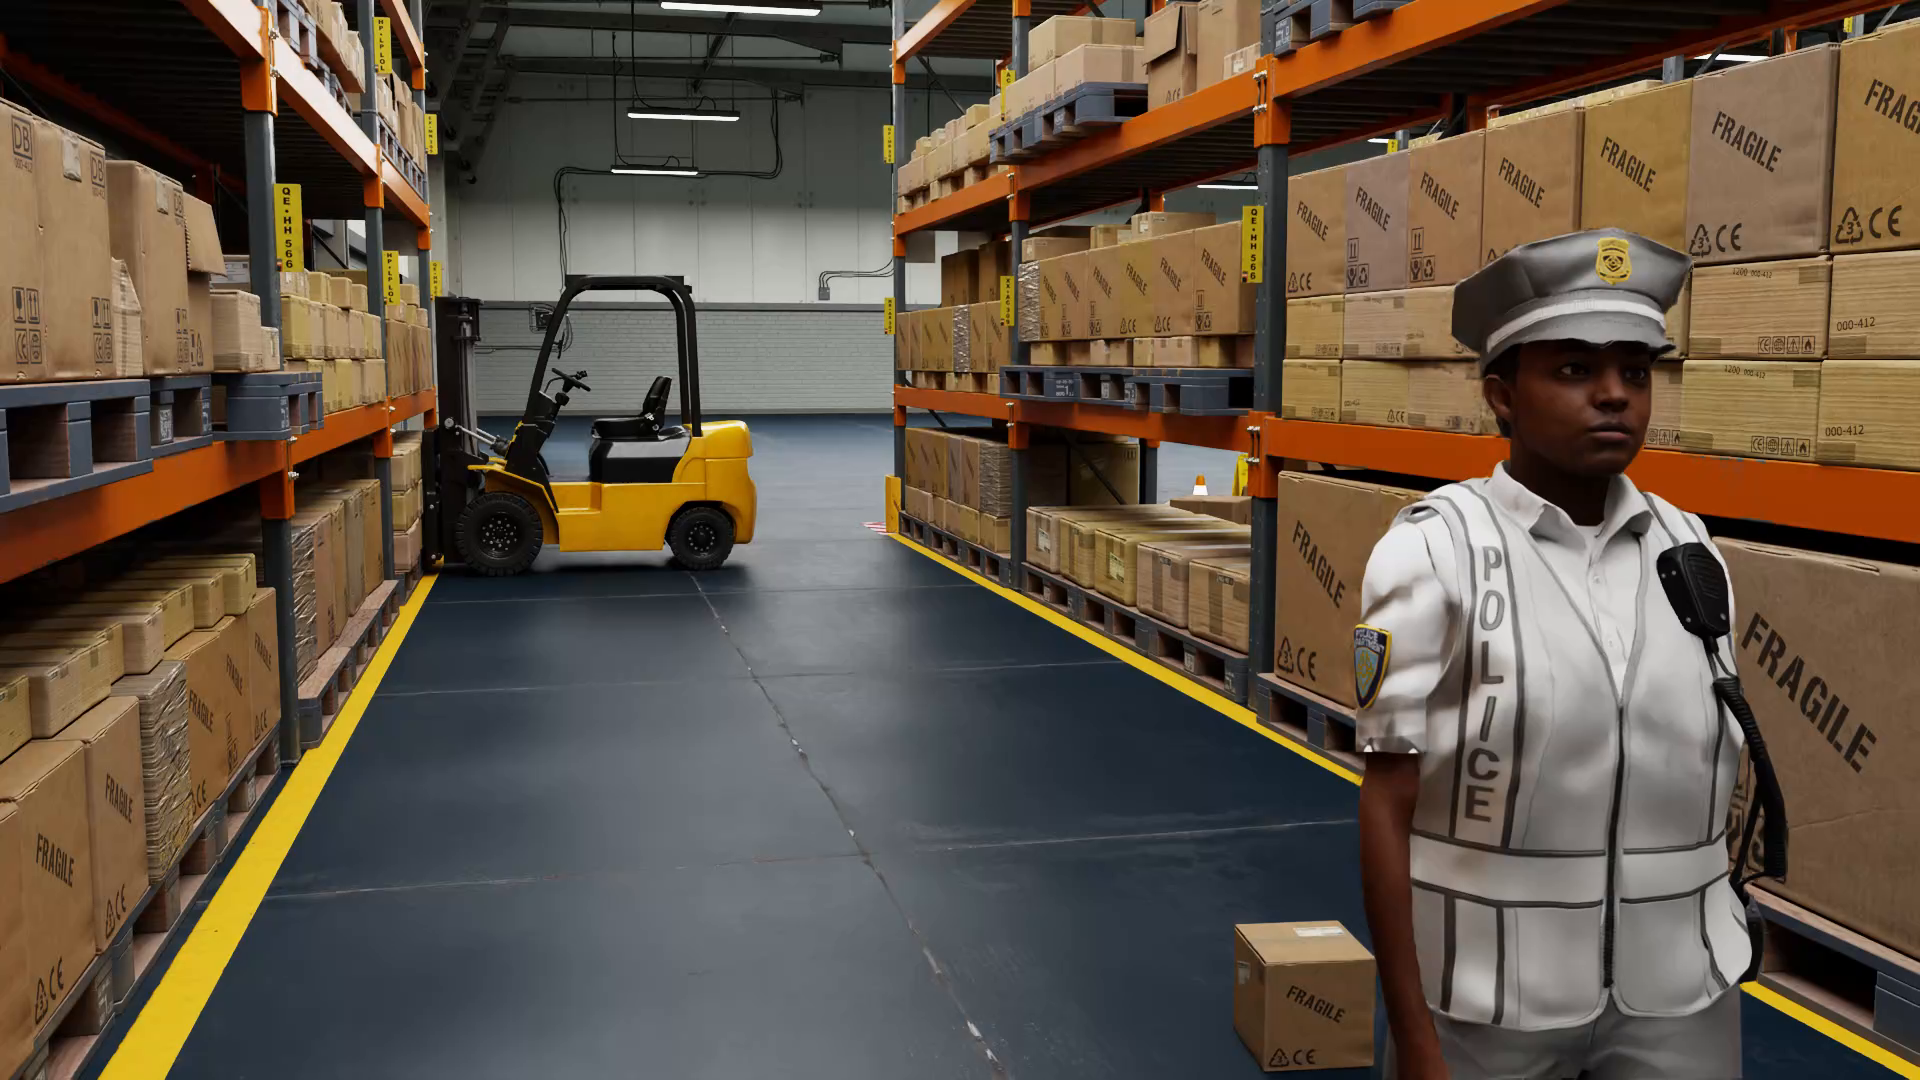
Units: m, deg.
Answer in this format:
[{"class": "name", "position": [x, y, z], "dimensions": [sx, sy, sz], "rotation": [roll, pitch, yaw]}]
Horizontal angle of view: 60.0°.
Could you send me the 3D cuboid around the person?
[{"class": "person", "position": [0.650, 0.497, 1.883], "dimensions": [0.444, 1.669, 0.701], "rotation": [0, 6, -3]}]
